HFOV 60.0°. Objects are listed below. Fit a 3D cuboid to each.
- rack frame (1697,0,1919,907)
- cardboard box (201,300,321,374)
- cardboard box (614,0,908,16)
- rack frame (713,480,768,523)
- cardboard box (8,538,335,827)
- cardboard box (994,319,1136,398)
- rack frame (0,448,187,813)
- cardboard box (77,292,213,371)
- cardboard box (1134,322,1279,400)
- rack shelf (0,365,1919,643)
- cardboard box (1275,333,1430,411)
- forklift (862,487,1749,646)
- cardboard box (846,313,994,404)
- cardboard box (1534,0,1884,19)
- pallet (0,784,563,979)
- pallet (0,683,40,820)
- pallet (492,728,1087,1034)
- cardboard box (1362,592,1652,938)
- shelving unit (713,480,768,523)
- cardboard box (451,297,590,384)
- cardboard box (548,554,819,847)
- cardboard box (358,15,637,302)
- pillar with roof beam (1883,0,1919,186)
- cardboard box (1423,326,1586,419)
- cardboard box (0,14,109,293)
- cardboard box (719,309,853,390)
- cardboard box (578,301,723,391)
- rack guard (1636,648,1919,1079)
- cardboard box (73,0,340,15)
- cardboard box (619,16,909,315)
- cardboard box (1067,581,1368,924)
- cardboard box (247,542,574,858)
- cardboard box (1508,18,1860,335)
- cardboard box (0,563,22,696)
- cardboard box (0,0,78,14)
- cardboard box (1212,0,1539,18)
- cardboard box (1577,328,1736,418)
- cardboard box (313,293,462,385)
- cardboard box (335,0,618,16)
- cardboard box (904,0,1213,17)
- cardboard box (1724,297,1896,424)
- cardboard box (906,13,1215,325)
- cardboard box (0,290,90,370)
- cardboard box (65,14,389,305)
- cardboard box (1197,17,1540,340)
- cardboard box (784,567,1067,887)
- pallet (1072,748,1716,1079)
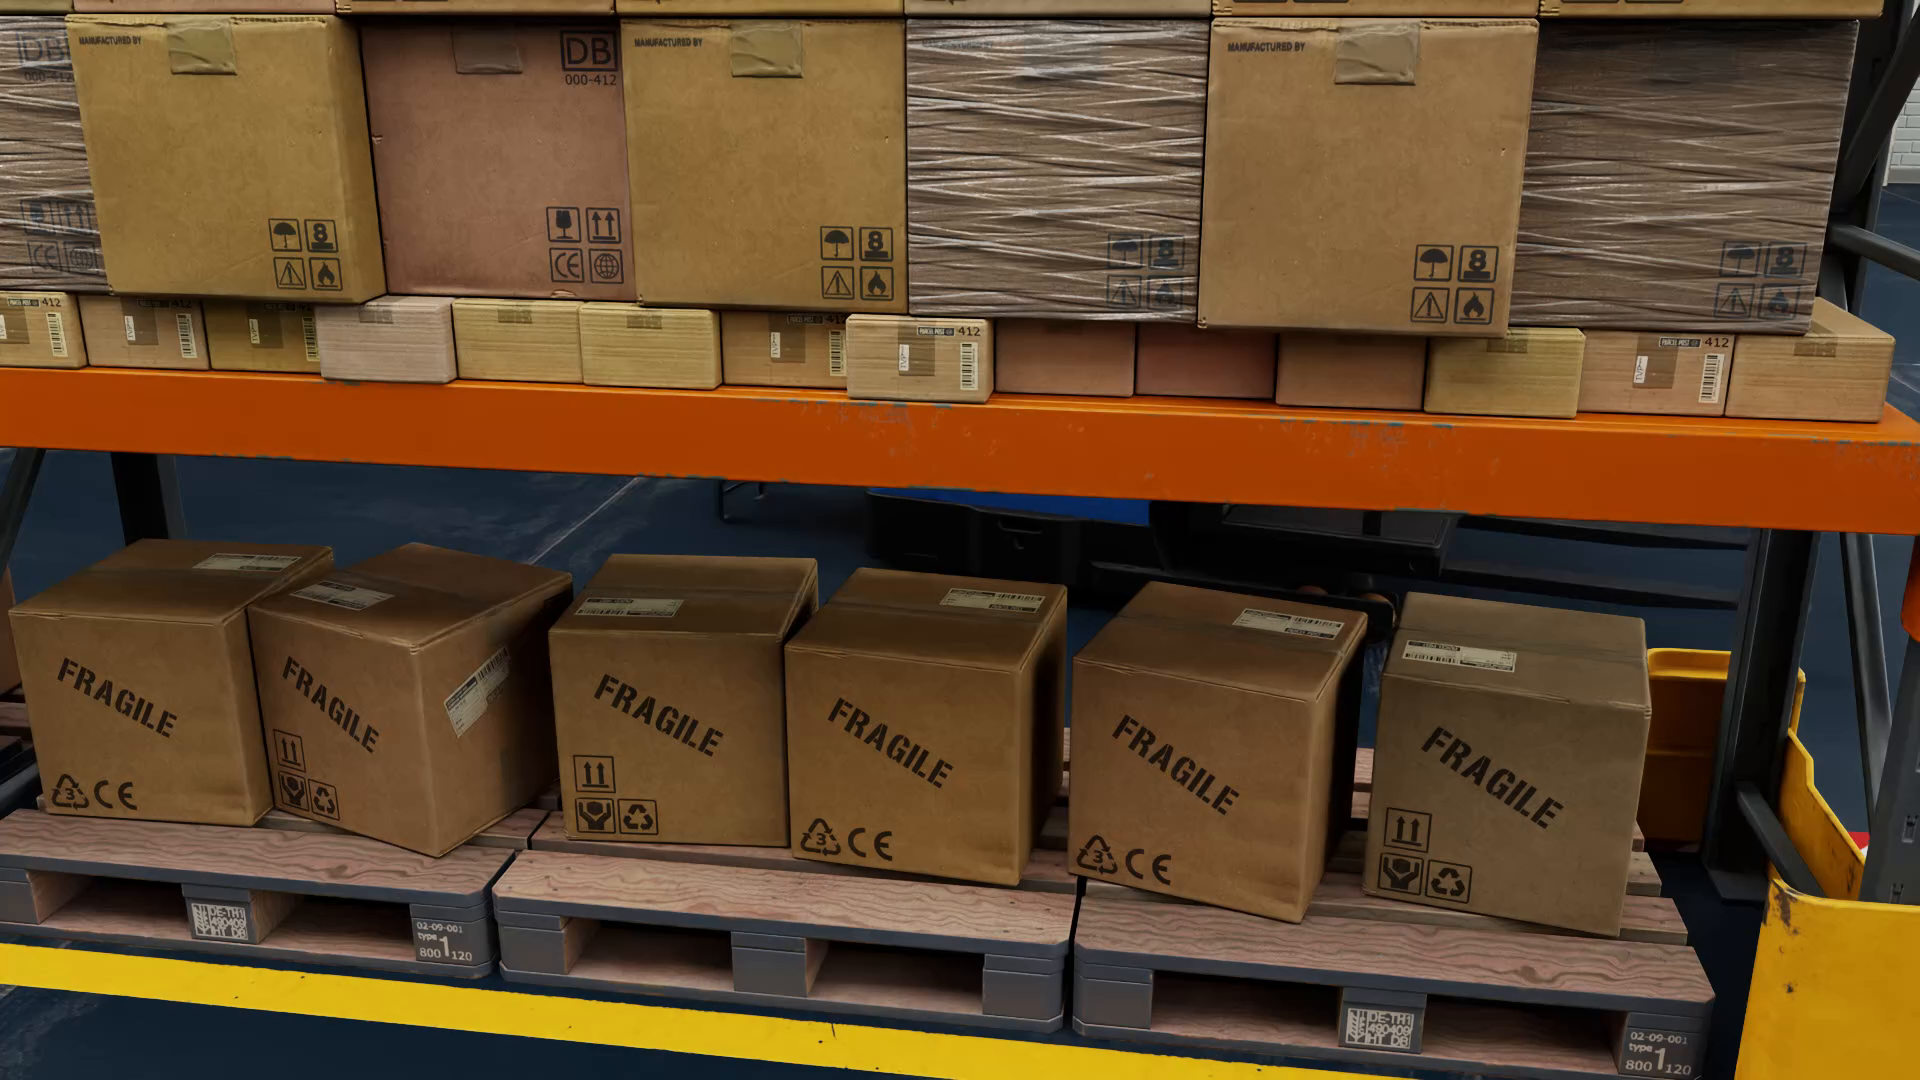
[{"bbox_3d":[1.764,-0.498,3.066,0.127,3.000,1.000,3,19,9],"label":"rack frame"},{"bbox_3d":[-1.276,-0.445,3.303,0.250,0.149,0.380,3,19,9],"label":"cardboard box"},{"bbox_3d":[-0.298,-1.188,2.925,0.500,0.500,0.500,3,19,9],"label":"cardboard box"},{"bbox_3d":[-0.875,-0.837,6.440,0.023,1.500,0.400,7,20,20],"label":"rack frame"},{"bbox_3d":[-1.797,0.319,3.900,0.500,0.500,0.500,2,19,7],"label":"cardboard box"},{"bbox_3d":[0.213,-0.387,3.128,0.250,0.149,0.380,3,19,9],"label":"cardboard box"},{"bbox_3d":[-2.185,-0.700,3.667,0.127,3.000,1.000,3,19,9],"label":"rack frame"},{"bbox_3d":[-1.525,-0.455,3.332,0.250,0.149,0.380,3,19,9],"label":"cardboard box"},{"bbox_3d":[0.464,-0.381,3.111,0.250,0.149,0.380,3,19,9],"label":"cardboard box"},{"bbox_3d":[-0.210,-0.258,3.481,4.000,0.370,1.077,3,19,9],"label":"rack shelf"},{"bbox_3d":[0.704,-0.356,3.035,0.250,0.149,0.380,3,19,9],"label":"cardboard box"},{"bbox_3d":[1.226,-1.242,5.397,3.031,2.935,1.130,7,20,20],"label":"forklift"},{"bbox_3d":[-0.048,-0.372,3.082,0.250,0.149,0.380,3,19,9],"label":"cardboard box"},{"bbox_3d":[1.182,-1.111,2.695,0.500,0.500,0.500,3,19,9],"label":"cardboard box"},{"bbox_3d":[-1.516,0.645,4.042,1.213,0.211,1.003,3,19,9],"label":"pallet"},{"bbox_3d":[-2.954,0.584,4.225,1.213,0.211,1.003,3,19,9],"label":"pallet"},{"bbox_3d":[-0.308,0.706,3.860,1.213,0.211,1.003,3,19,9],"label":"pallet"},{"bbox_3d":[1.150,0.451,3.505,0.500,0.500,0.500,7,20,19],"label":"cardboard box"},{"bbox_3d":[-0.534,-0.794,6.314,0.755,1.500,0.431,7,20,20],"label":"shelving unit"},{"bbox_3d":[-0.783,-0.420,3.228,0.250,0.149,0.380,3,19,9],"label":"cardboard box"},{"bbox_3d":[-0.604,0.352,3.801,0.500,0.500,0.500,1,19,4],"label":"cardboard box"},{"bbox_3d":[-0.753,-0.816,3.389,0.500,0.500,0.875,3,19,9],"label":"cardboard box"},{"bbox_3d":[8.816,-6.670,12.056,0.400,9.000,9.100,3,19,9],"label":"pillar with roof beam"},{"bbox_3d":[0.948,-0.338,2.983,0.250,0.149,0.380,3,19,9],"label":"cardboard box"},{"bbox_3d":[-1.751,-0.846,3.479,0.500,0.500,0.875,3,19,9],"label":"cardboard box"},{"bbox_3d":[-0.283,-0.406,3.185,0.250,0.149,0.380,3,19,9],"label":"cardboard box"},{"bbox_3d":[-0.537,-0.404,3.180,0.250,0.149,0.380,3,19,9],"label":"cardboard box"},{"bbox_3d":[1.689,0.683,3.474,0.348,0.500,1.175,3,19,9],"label":"rack guard"},{"bbox_3d":[-1.287,-1.235,3.066,0.500,0.500,0.500,3,19,9],"label":"cardboard box"},{"bbox_3d":[-0.266,-0.778,3.276,0.500,0.500,0.875,3,19,9],"label":"cardboard box"},{"bbox_3d":[0.555,0.432,3.563,0.500,0.500,0.500,8,20,23],"label":"cardboard box"},{"bbox_3d":[-1.230,0.346,3.821,0.500,0.500,0.500,9,21,26],"label":"cardboard box"},{"bbox_3d":[1.226,-0.723,3.111,0.500,0.500,0.875,3,19,9],"label":"cardboard box"},{"bbox_3d":[-2.788,0.239,4.107,0.500,0.500,0.700,1,19,4],"label":"cardboard box"},{"bbox_3d":[-1.781,-1.260,3.140,0.500,0.500,0.500,3,19,9],"label":"cardboard box"},{"bbox_3d":[0.687,-1.135,2.765,0.500,0.500,0.500,3,19,9],"label":"cardboard box"},{"bbox_3d":[1.203,-0.342,2.993,0.250,0.149,0.380,3,19,9],"label":"cardboard box"},{"bbox_3d":[-1.036,-0.420,3.227,0.250,0.149,0.380,3,19,9],"label":"cardboard box"},{"bbox_3d":[-0.794,-1.210,2.990,0.500,0.500,0.500,3,19,9],"label":"cardboard box"},{"bbox_3d":[0.194,-1.161,2.843,0.500,0.500,0.500,3,19,9],"label":"cardboard box"},{"bbox_3d":[1.450,-0.329,2.955,0.250,0.149,0.380,3,19,9],"label":"cardboard box"},{"bbox_3d":[0.226,-0.750,3.189,0.500,0.500,0.875,3,19,9],"label":"cardboard box"},{"bbox_3d":[-1.776,-0.459,3.343,0.250,0.149,0.380,3,19,9],"label":"cardboard box"},{"bbox_3d":[-1.263,-0.810,3.370,0.500,0.500,0.875,3,19,9],"label":"cardboard box"},{"bbox_3d":[0.713,-0.711,3.074,0.500,0.500,0.875,3,19,9],"label":"cardboard box"},{"bbox_3d":[-0.060,0.394,3.675,0.500,0.500,0.500,5,19,14],"label":"cardboard box"},{"bbox_3d":[0.893,0.768,3.675,1.213,0.211,1.003,3,19,9],"label":"pallet"}]
